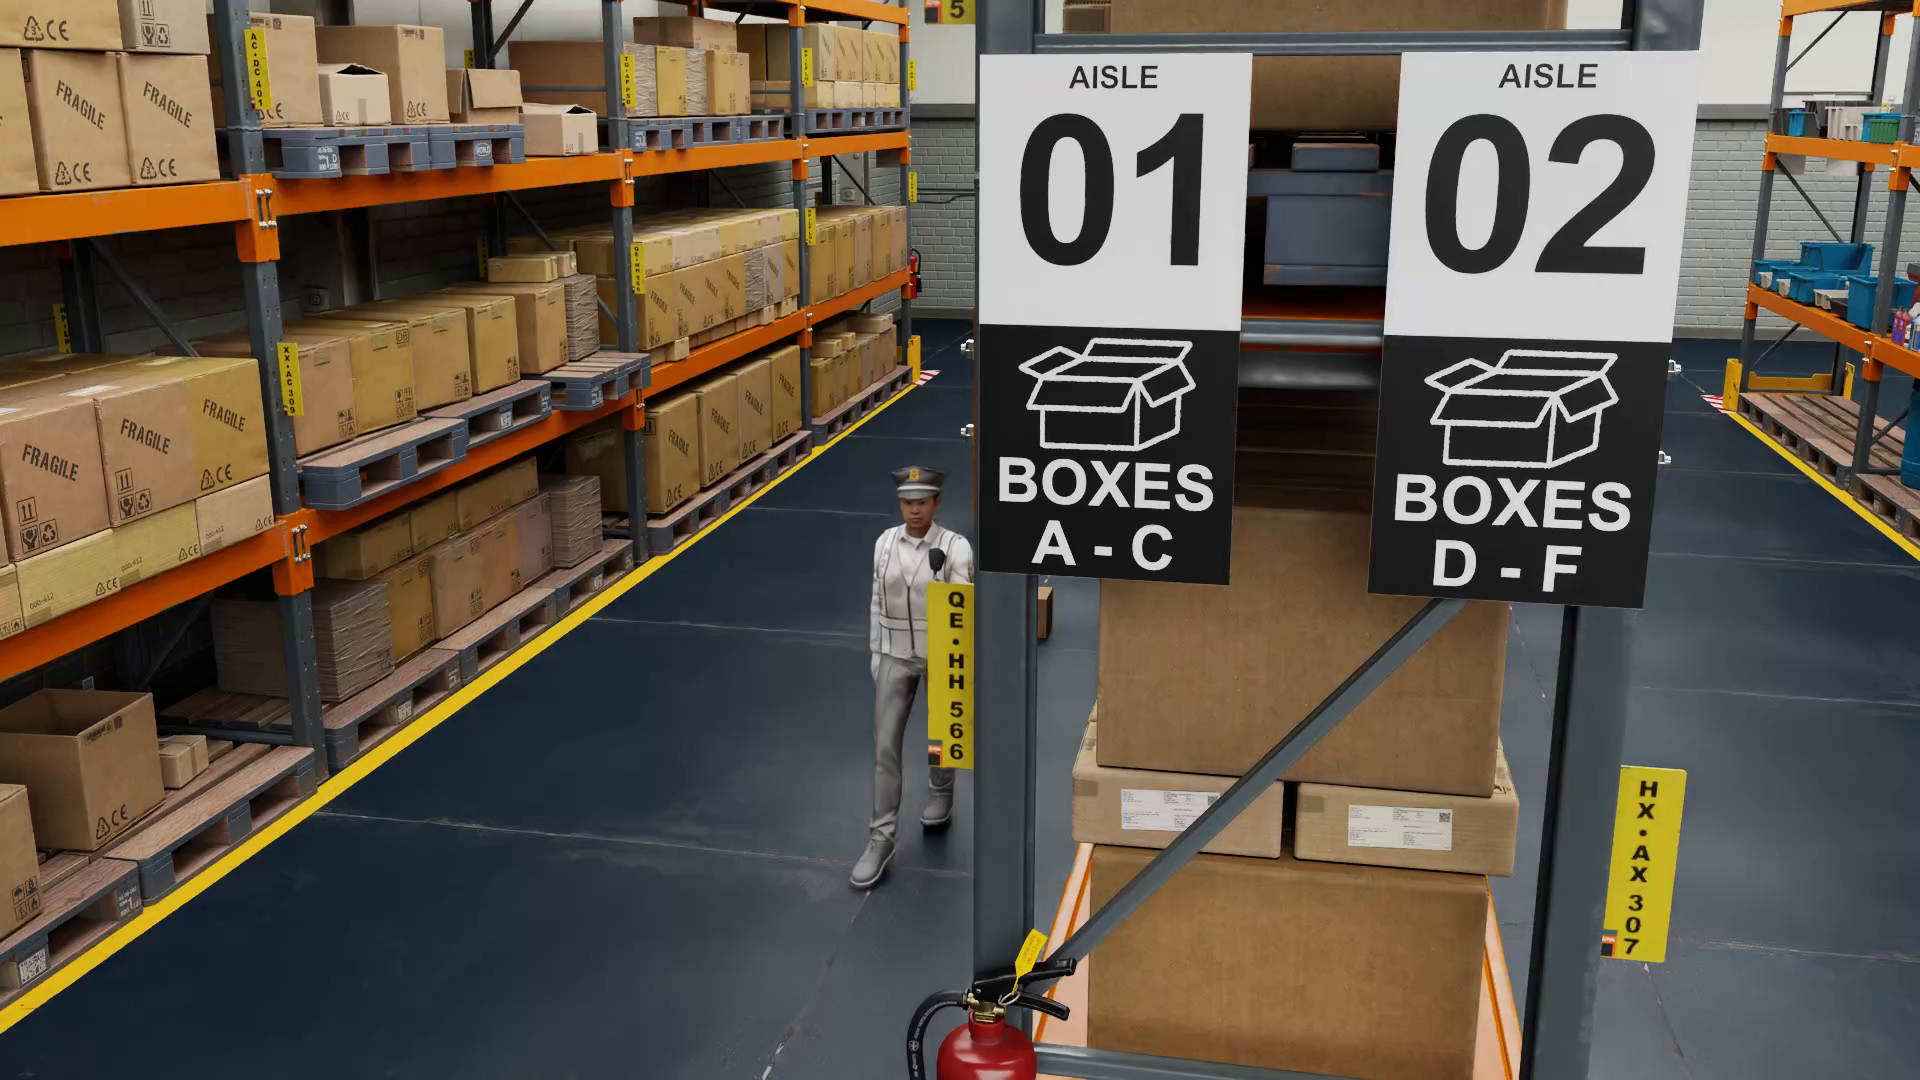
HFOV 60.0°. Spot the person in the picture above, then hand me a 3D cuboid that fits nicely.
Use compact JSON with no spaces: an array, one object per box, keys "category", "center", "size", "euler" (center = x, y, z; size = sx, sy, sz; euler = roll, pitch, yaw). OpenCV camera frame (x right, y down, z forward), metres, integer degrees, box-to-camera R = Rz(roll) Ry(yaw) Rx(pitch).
[{"category":"person","center":[-0.176,0.517,6.970],"size":[0.519,1.671,0.866],"euler":[3,15,12]}]
